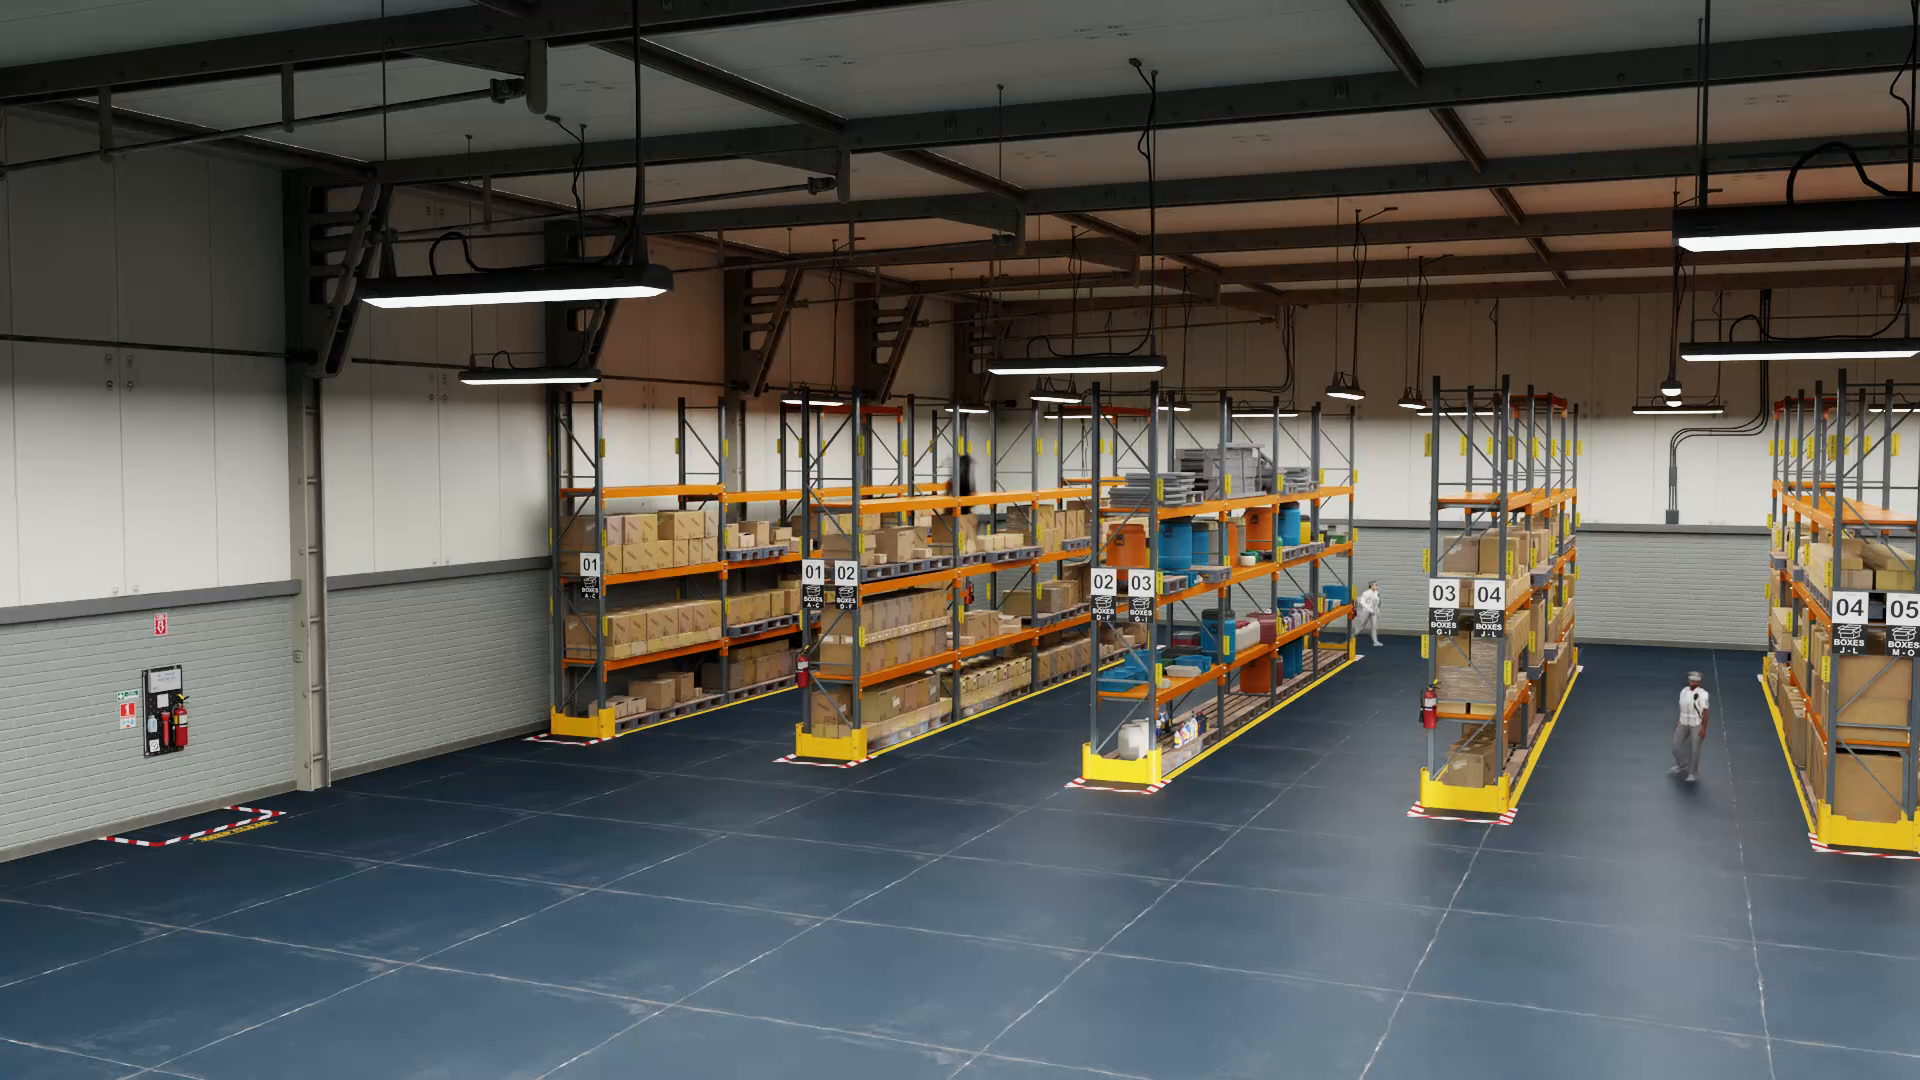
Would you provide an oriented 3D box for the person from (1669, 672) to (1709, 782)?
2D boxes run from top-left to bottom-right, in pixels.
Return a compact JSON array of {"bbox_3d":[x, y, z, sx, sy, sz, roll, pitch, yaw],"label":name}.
[{"bbox_3d":[10.957,2.796,24.997,0.464,1.695,0.613,-3,4,-42],"label":"person"}]

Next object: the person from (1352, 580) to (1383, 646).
[{"bbox_3d":[10.309,1.835,41.698,0.647,1.662,0.948,-2,4,-30],"label":"person"}]
